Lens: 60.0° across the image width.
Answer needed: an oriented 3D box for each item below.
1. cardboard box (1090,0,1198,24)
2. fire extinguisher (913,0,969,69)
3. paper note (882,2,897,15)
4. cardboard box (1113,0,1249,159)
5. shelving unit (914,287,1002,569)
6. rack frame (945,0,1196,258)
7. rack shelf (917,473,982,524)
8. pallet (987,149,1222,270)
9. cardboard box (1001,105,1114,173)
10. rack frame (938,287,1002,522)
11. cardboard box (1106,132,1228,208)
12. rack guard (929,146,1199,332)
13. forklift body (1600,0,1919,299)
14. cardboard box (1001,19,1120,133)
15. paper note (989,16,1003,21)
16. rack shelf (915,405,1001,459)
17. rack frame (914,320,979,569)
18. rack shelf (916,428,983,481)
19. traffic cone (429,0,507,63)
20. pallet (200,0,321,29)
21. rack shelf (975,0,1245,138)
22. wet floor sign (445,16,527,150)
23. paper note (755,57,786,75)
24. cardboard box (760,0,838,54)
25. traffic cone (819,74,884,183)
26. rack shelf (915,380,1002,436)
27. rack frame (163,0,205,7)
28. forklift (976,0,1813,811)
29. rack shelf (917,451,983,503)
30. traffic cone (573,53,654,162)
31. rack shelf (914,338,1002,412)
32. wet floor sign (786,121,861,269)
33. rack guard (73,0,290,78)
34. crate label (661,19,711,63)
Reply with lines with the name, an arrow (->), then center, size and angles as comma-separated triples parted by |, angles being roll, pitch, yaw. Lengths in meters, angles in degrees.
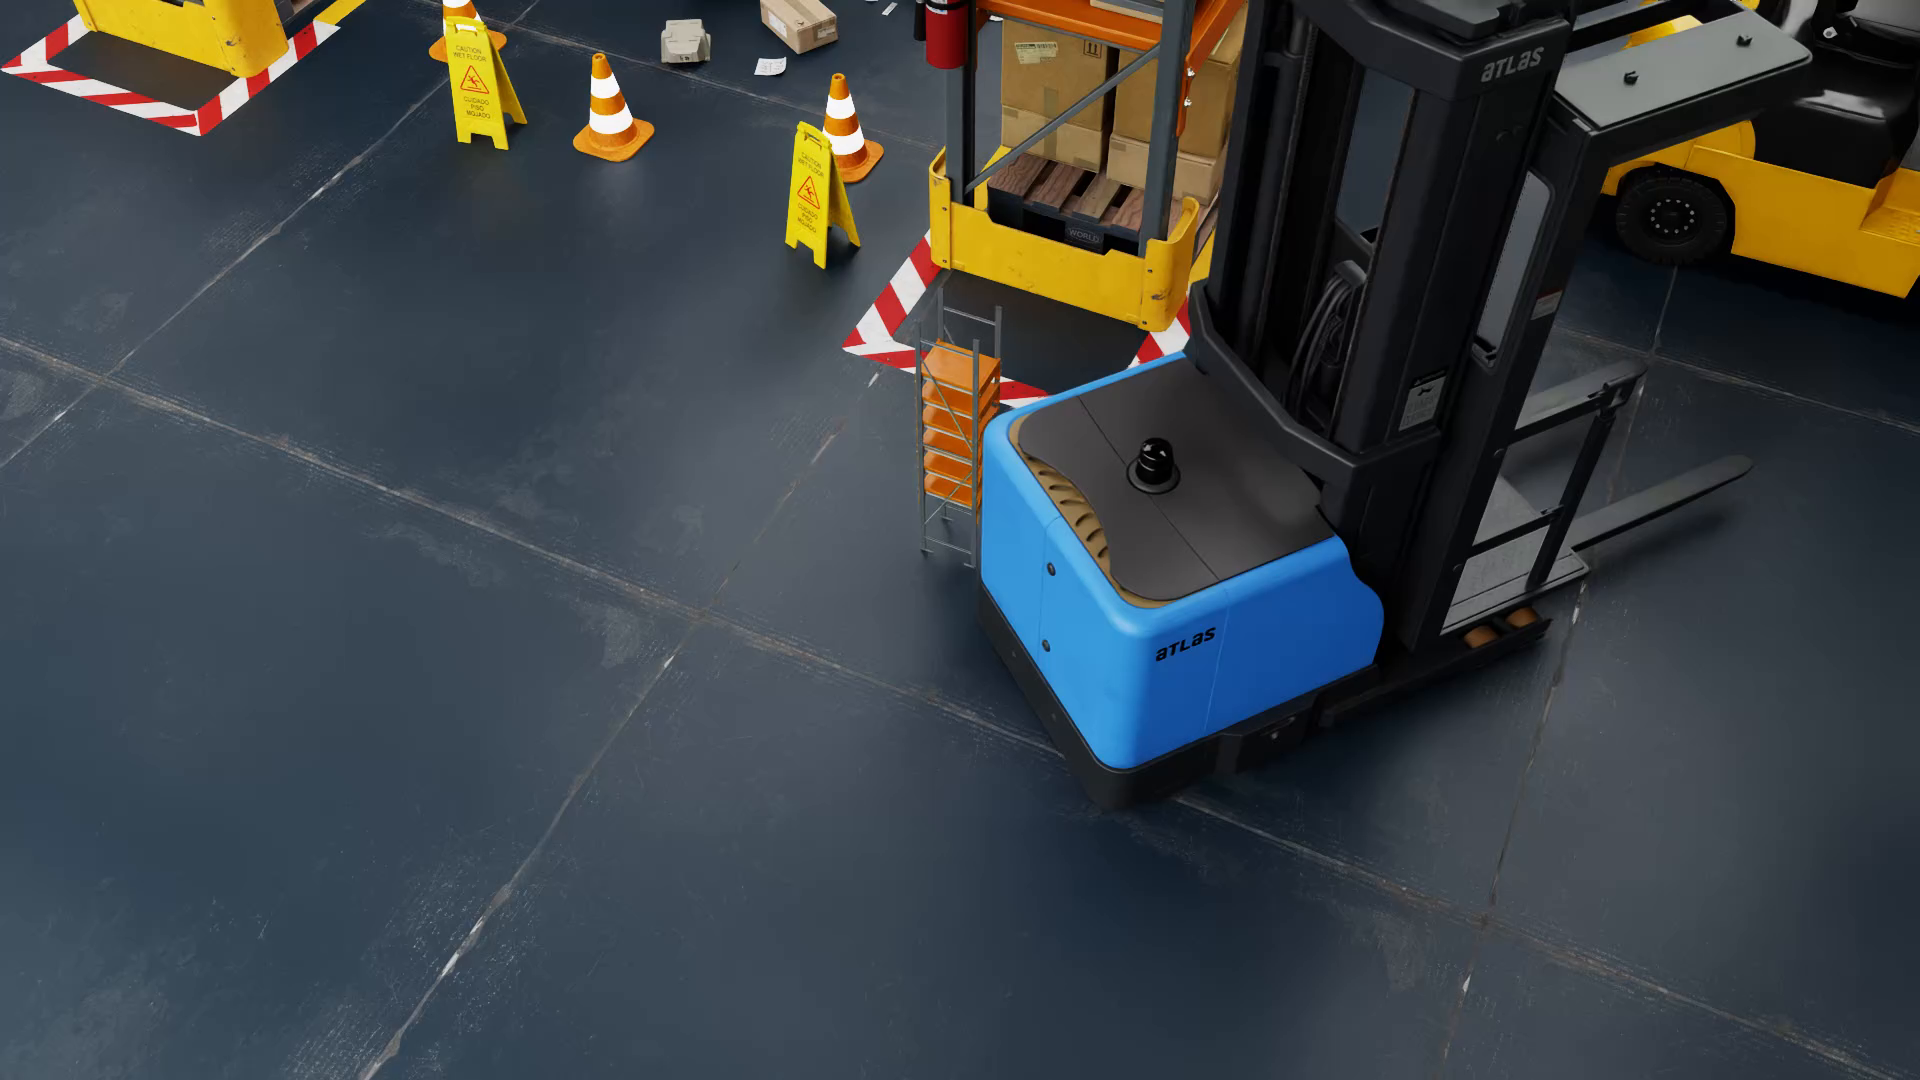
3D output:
cardboard box -> 0.745, -2.214, 6.644 | 0.380, 0.149, 0.250 | 20, 52, 16
fire extinguisher -> -0.053, -2.175, 6.497 | 0.296, 0.674, 0.183 | 20, 52, 16
paper note -> -0.380, -2.877, 9.007 | 0.032, 0.001, 0.123 | 20, 52, 16
cardboard box -> 1.017, -2.099, 7.419 | 0.500, 0.500, 0.500 | 18, 52, 15
shelving unit -> -0.006, -0.379, 6.100 | 0.258, 1.200, 0.189 | 20, 52, 16
rack frame -> 0.413, -2.129, 6.407 | 1.000, 3.000, 0.127 | 20, 52, 16
rack shelf -> -0.006, -0.195, 6.316 | 0.258, 0.103, 0.180 | 20, 52, 16
pallet -> 0.824, -1.826, 7.980 | 1.003, 0.211, 1.213 | 20, 52, 16
cardboard box -> 0.525, -2.035, 7.857 | 0.500, 0.250, 0.500 | 20, 52, 16
rack frame -> 0.033, -0.442, 6.153 | 0.240, 1.200, 0.006 | 20, 52, 16
cardboard box -> 1.007, -1.839, 7.690 | 0.500, 0.250, 0.500 | 19, 52, 16
rack guard -> 0.445, -1.371, 7.404 | 1.175, 0.500, 0.348 | 20, 52, 16
forklift body -> 4.063, -2.141, 6.974 | 2.313, 2.155, 1.214 | 20, 52, 16
cardboard box -> 0.519, -2.253, 7.550 | 0.500, 0.500, 0.500 | 20, 53, 16
paper note -> 0.203, -2.852, 8.971 | 0.142, 0.019, 0.148 | 4, 50, 3
rack shelf -> -0.006, -0.428, 6.042 | 0.258, 0.103, 0.180 | 20, 52, 16
rack frame -> -0.045, -0.316, 6.046 | 0.240, 1.200, 0.006 | 20, 52, 16
rack shelf -> -0.006, -0.350, 6.134 | 0.258, 0.103, 0.180 | 20, 52, 16
traffic cone -> -2.595, -2.751, 8.603 | 0.336, 0.463, 0.334 | 20, 52, 16
pallet -> -3.835, -3.342, 9.271 | 1.003, 0.211, 1.213 | 20, 52, 16
rack shelf -> 1.267, -3.273, 7.853 | 1.077, 0.370, 4.000 | 20, 52, 16
wet floor sign -> -2.328, -2.243, 8.050 | 0.267, 0.644, 0.232 | 12, 51, 10
paper note -> -0.983, -2.465, 8.643 | 0.148, 0.019, 0.142 | 4, 50, 3
cardboard box -> -0.854, -2.764, 8.820 | 0.250, 0.149, 0.380 | -28, 55, -22
traffic cone -> -0.570, -2.023, 7.982 | 0.336, 0.463, 0.334 | 20, 52, 16
rack shelf -> -0.006, -0.506, 5.951 | 0.258, 0.103, 0.180 | 20, 52, 16
rack frame -> -4.106, -3.670, 7.718 | 1.000, 3.000, 0.127 | 20, 52, 16
forklift -> 1.615, -0.819, 5.337 | 3.031, 2.935, 1.130 | -21, 53, -17
rack shelf -> -0.006, -0.272, 6.225 | 0.258, 0.103, 0.180 | 20, 52, 16
traffic cone -> -1.719, -2.150, 8.090 | 0.336, 0.463, 0.334 | 20, 52, 16
rack shelf -> -0.006, -0.583, 5.859 | 0.258, 0.103, 0.180 | 20, 52, 16
wet floor sign -> -0.636, -1.583, 7.489 | 0.232, 0.644, 0.267 | -37, 59, -27
rack guard -> -4.116, -2.843, 8.656 | 1.175, 0.500, 0.348 | 20, 52, 16
crate label -> -1.439, -2.606, 8.692 | 0.250, 0.136, 0.298 | -4, 50, -3
